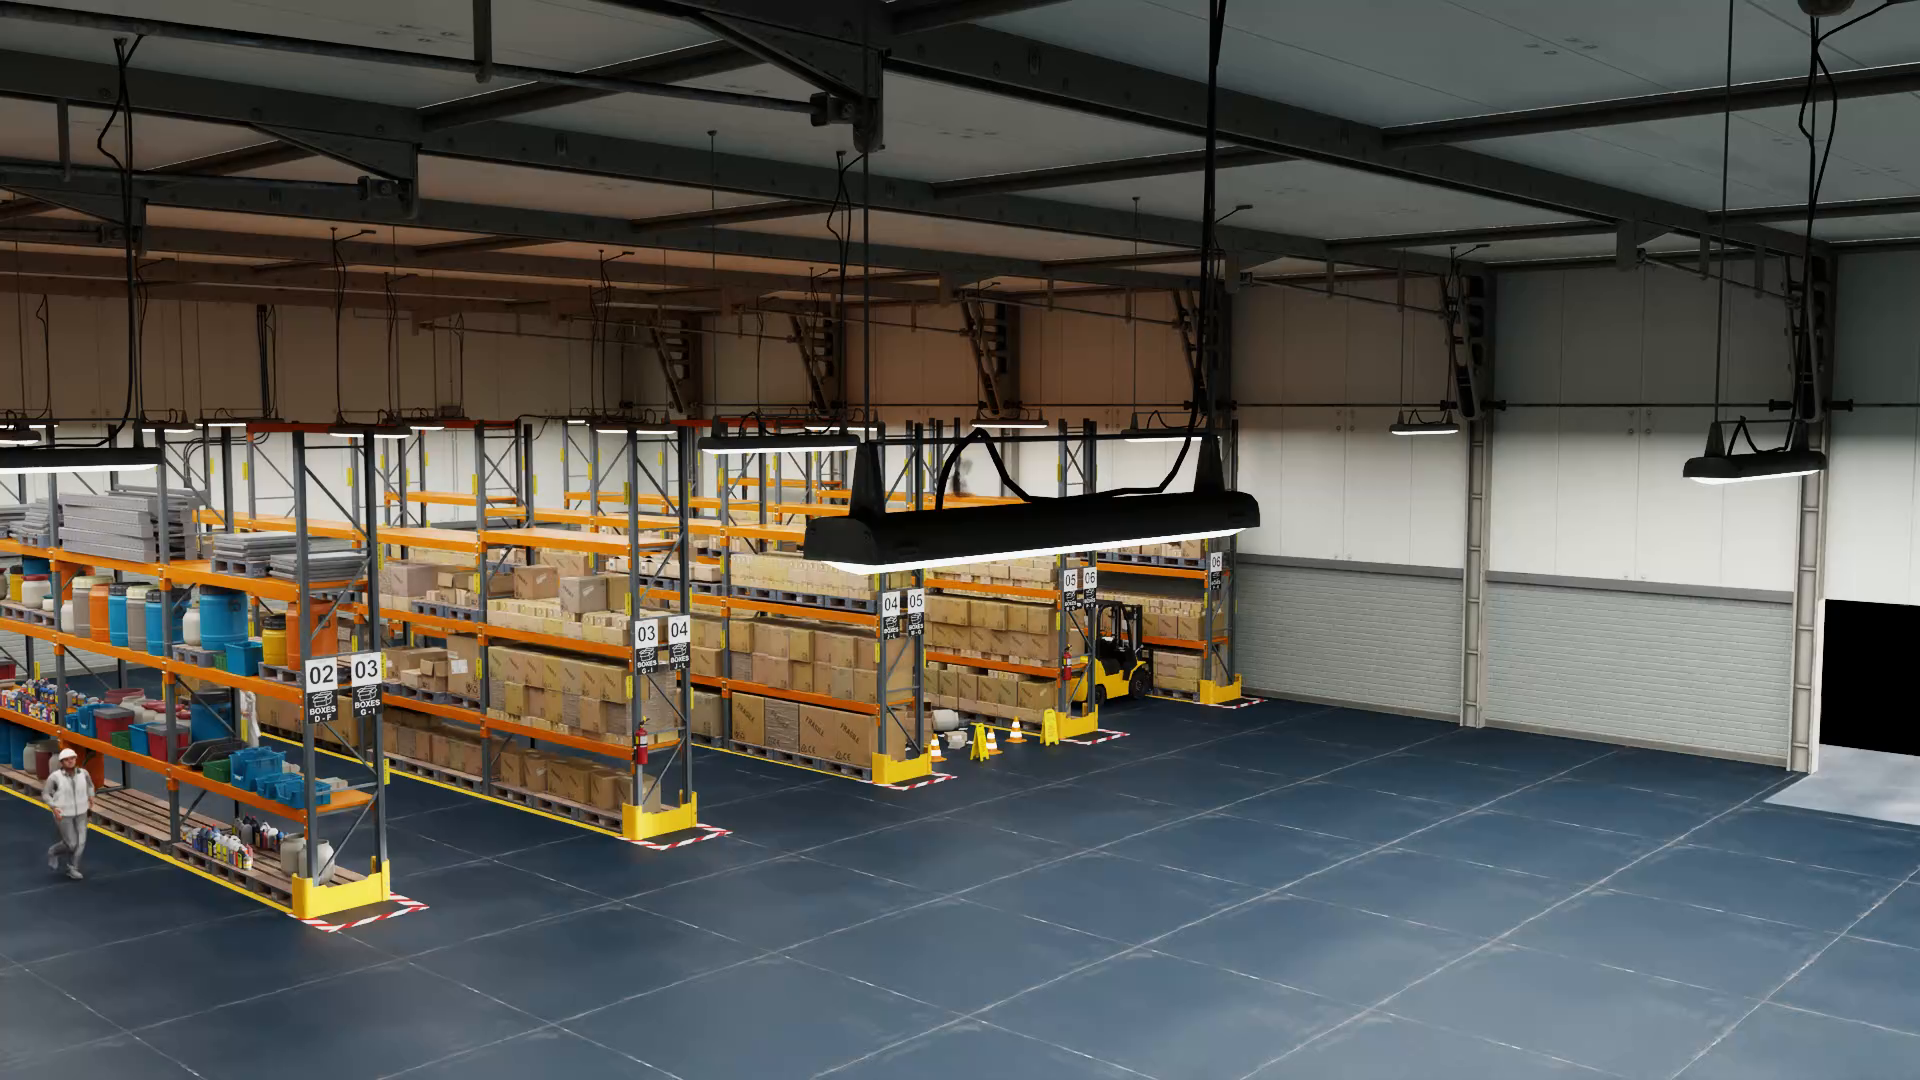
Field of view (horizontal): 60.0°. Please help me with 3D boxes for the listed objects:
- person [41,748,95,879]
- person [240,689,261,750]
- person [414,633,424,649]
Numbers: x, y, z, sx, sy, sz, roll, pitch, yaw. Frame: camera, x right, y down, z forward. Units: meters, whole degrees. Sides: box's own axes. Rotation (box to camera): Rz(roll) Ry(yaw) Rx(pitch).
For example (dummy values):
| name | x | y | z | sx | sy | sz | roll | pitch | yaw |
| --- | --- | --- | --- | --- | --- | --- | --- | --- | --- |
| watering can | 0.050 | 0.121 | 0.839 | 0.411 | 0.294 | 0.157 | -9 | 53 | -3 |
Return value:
| name | x | y | z | sx | sy | sz | roll | pitch | yaw |
| --- | --- | --- | --- | --- | --- | --- | --- | --- | --- |
| person | -11.903 | 3.651 | 22.273 | 0.627 | 1.746 | 0.656 | 4 | 6 | 39 |
| person | -12.081 | 3.137 | 28.006 | 1.070 | 1.772 | 0.704 | 3 | 6 | 33 |
| person | -13.119 | 2.209 | 40.362 | 0.565 | 1.667 | 0.572 | 4 | 6 | 41 |
